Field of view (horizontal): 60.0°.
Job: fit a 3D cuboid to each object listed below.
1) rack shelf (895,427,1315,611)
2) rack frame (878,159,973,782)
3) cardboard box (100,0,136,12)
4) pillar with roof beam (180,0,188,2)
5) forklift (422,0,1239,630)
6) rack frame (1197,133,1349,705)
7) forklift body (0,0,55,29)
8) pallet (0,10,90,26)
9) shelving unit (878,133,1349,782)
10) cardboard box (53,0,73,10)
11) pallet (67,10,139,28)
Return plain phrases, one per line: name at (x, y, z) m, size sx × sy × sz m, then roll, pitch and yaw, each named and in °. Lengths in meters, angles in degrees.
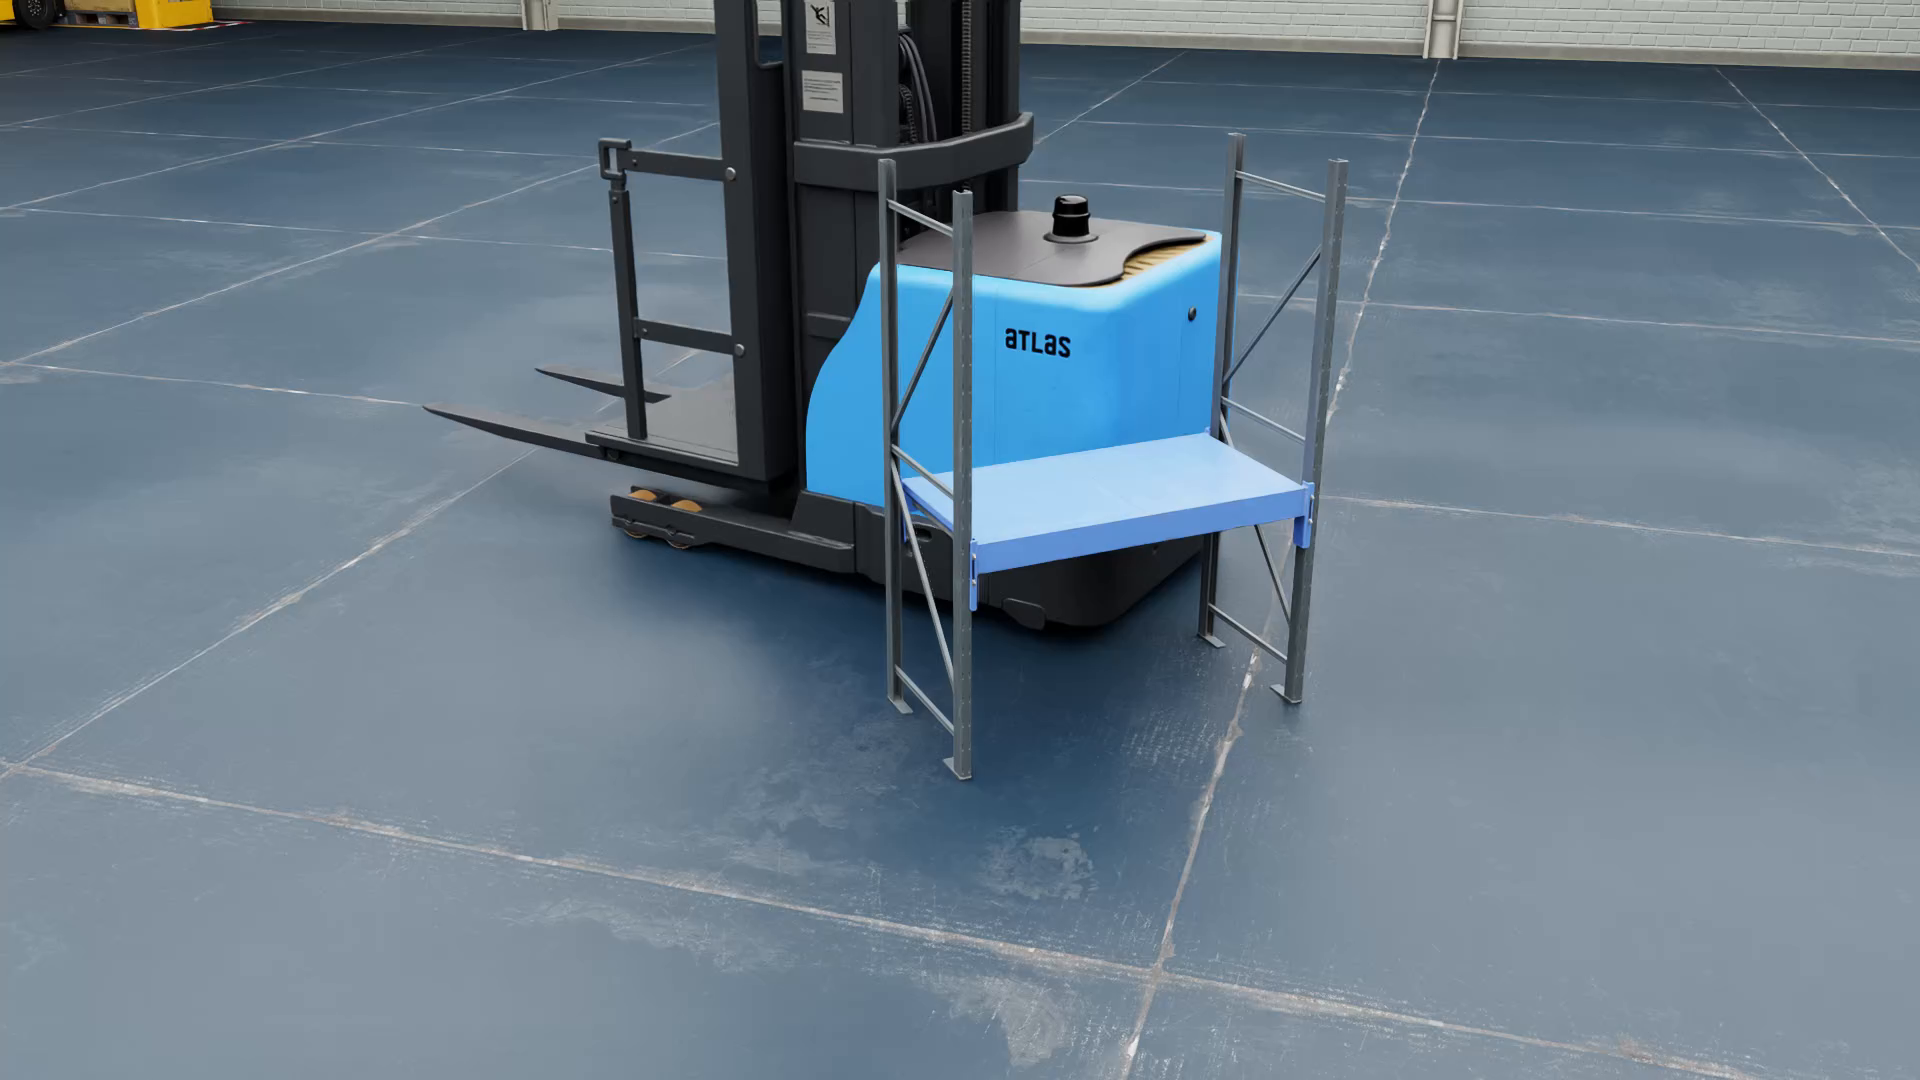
rack shelf at (0.376, -0.076, 4.453) m, size 1.000 × 0.185 × 0.538 m, roll -10°, pitch 24°, yaw -22°
rack frame at (-0.087, -0.163, 4.192) m, size 0.032 × 1.500 × 0.500 m, roll -10°, pitch 24°, yaw -22°
cardboard box at (-11.660, -7.552, 23.299) m, size 0.500 × 0.250 × 0.500 m, roll 7°, pitch 23°, yaw 16°
pillar with roof beam at (-12.769, -10.309, 19.043) m, size 0.400 × 9.000 × 9.100 m, roll 7°, pitch 23°, yaw 16°
forklift at (-0.617, -1.481, 5.519) m, size 3.031 × 2.935 × 1.130 m, roll 13°, pitch 26°, yaw 28°
rack frame at (0.840, -0.322, 4.578) m, size 0.032 × 1.500 × 0.500 m, roll -10°, pitch 24°, yaw -22°
forklift body at (-13.462, -7.846, 22.063) m, size 1.214 × 2.155 × 2.313 m, roll 7°, pitch 23°, yaw 16°
pallet at (-13.028, -7.606, 24.035) m, size 1.213 × 0.211 × 1.003 m, roll 7°, pitch 23°, yaw 15°
shelving unit at (0.376, -0.242, 4.385) m, size 1.048 × 1.500 × 0.538 m, roll -10°, pitch 24°, yaw -22°
cardboard box at (-12.610, -7.668, 23.582) m, size 0.500 × 0.250 × 0.500 m, roll 7°, pitch 23°, yaw 16°
pallet at (-11.864, -7.472, 23.707) m, size 1.213 × 0.211 × 1.003 m, roll 7°, pitch 23°, yaw 16°
